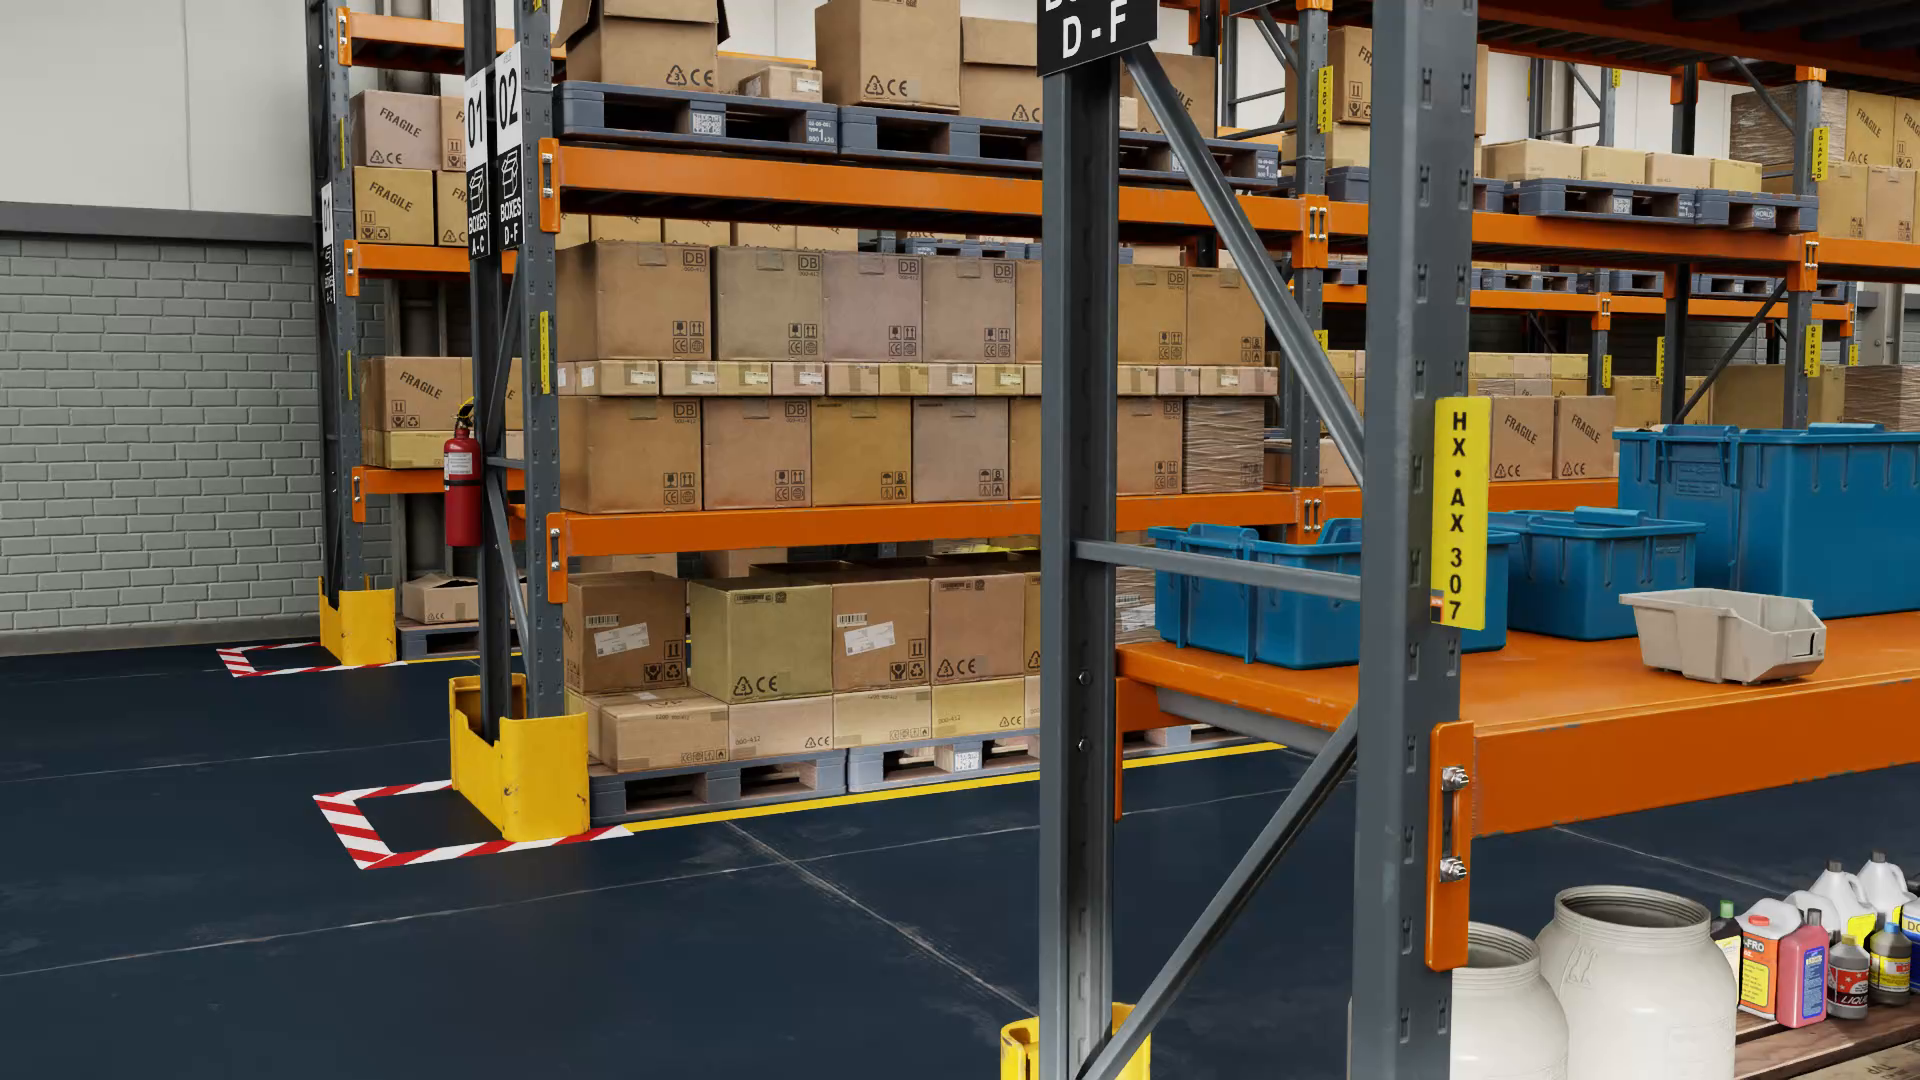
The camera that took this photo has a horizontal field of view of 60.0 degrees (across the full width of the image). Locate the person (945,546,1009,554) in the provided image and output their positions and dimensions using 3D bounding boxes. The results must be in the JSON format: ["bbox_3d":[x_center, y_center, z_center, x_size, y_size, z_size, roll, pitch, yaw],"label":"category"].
[{"bbox_3d":[0.216,0.478,10.547,0.518,0.863,0.980,-3,6,-31],"label":"person"}]
